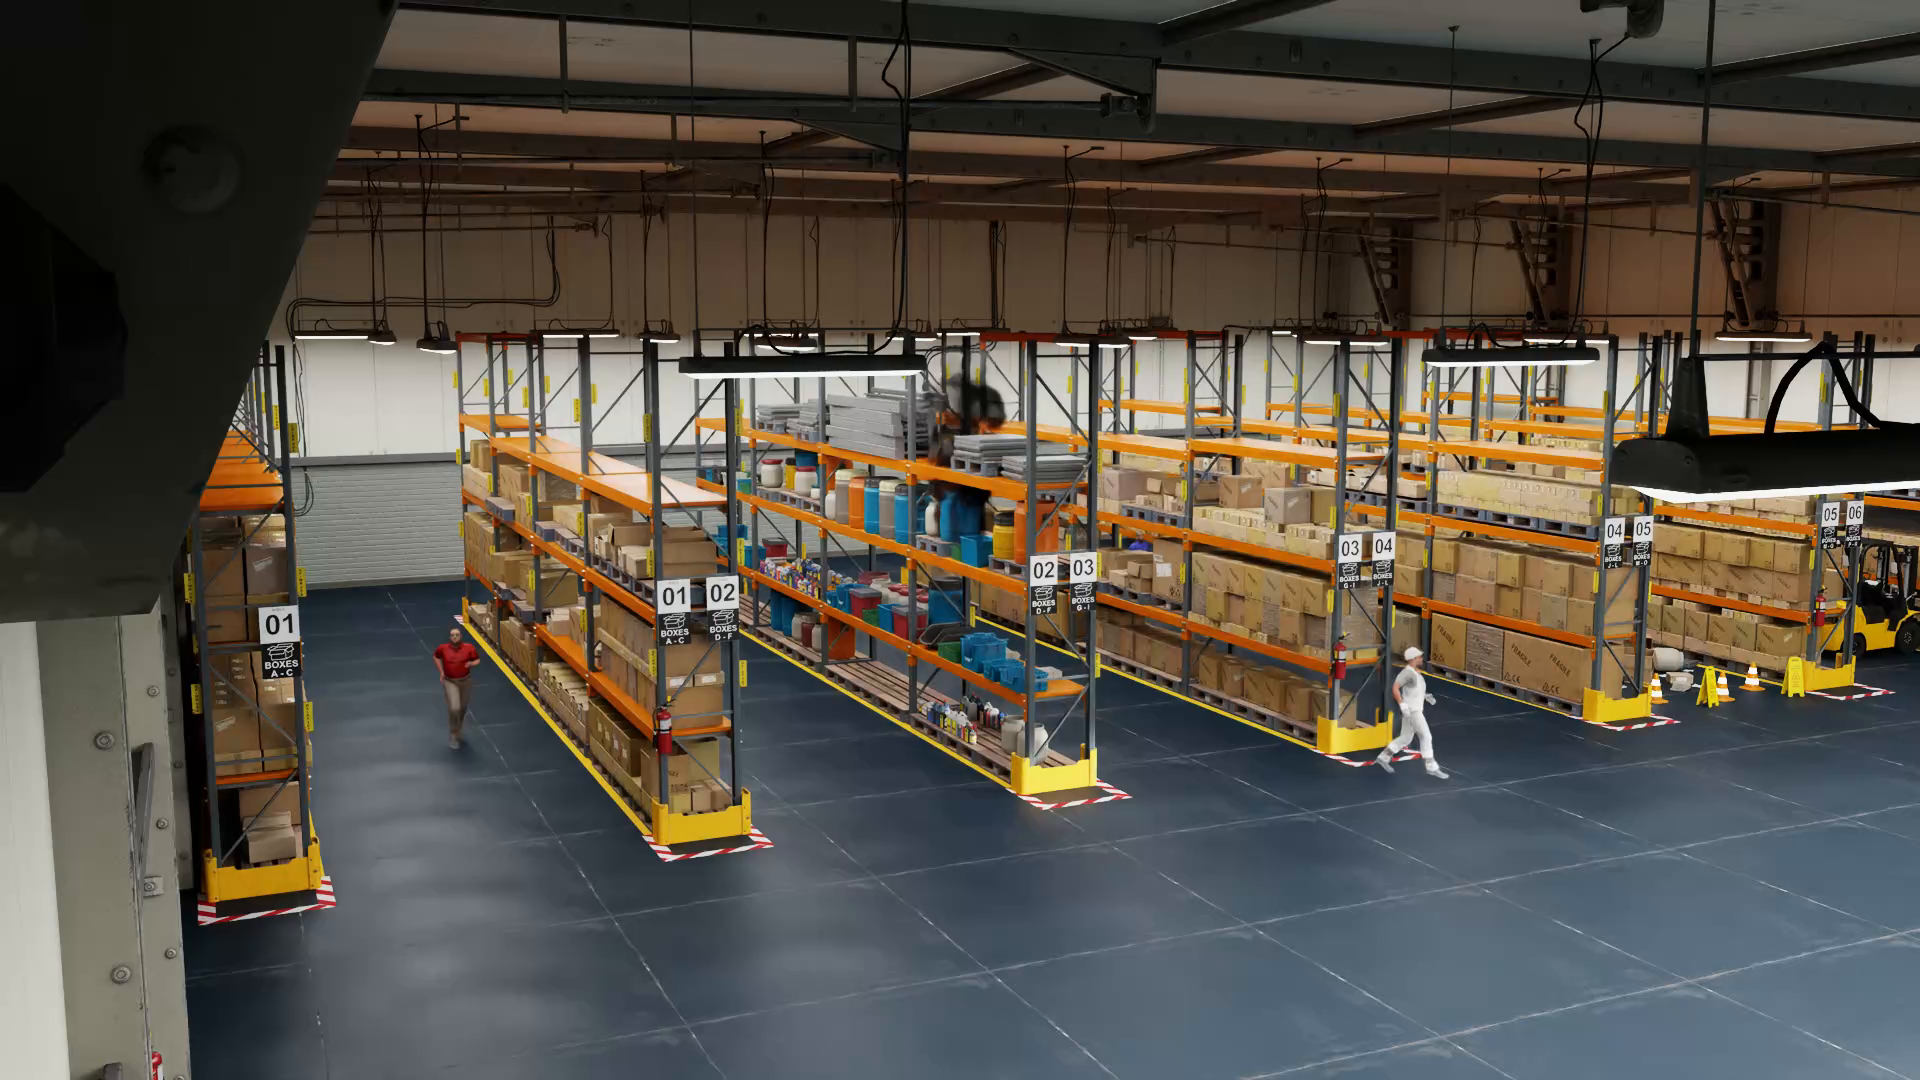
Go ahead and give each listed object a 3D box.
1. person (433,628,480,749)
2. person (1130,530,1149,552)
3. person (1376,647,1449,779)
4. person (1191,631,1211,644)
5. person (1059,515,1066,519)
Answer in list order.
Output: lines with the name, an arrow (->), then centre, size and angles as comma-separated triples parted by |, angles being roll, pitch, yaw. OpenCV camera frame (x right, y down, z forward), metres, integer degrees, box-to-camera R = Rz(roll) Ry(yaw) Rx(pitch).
person -> -7.436, 2.182, 24.681 | 0.626, 1.810, 0.800 | -4, 9, -27
person -> 3.930, 0.634, 36.312 | 0.581, 1.700, 0.841 | -3, 8, -21
person -> 6.247, 2.355, 22.874 | 0.985, 1.765, 0.671 | 2, 8, 16
person -> 4.594, 1.263, 31.619 | 0.576, 1.712, 0.716 | -4, 9, -26
person -> 2.222, 0.188, 39.738 | 0.759, 1.588, 0.579 | -2, 8, -16
